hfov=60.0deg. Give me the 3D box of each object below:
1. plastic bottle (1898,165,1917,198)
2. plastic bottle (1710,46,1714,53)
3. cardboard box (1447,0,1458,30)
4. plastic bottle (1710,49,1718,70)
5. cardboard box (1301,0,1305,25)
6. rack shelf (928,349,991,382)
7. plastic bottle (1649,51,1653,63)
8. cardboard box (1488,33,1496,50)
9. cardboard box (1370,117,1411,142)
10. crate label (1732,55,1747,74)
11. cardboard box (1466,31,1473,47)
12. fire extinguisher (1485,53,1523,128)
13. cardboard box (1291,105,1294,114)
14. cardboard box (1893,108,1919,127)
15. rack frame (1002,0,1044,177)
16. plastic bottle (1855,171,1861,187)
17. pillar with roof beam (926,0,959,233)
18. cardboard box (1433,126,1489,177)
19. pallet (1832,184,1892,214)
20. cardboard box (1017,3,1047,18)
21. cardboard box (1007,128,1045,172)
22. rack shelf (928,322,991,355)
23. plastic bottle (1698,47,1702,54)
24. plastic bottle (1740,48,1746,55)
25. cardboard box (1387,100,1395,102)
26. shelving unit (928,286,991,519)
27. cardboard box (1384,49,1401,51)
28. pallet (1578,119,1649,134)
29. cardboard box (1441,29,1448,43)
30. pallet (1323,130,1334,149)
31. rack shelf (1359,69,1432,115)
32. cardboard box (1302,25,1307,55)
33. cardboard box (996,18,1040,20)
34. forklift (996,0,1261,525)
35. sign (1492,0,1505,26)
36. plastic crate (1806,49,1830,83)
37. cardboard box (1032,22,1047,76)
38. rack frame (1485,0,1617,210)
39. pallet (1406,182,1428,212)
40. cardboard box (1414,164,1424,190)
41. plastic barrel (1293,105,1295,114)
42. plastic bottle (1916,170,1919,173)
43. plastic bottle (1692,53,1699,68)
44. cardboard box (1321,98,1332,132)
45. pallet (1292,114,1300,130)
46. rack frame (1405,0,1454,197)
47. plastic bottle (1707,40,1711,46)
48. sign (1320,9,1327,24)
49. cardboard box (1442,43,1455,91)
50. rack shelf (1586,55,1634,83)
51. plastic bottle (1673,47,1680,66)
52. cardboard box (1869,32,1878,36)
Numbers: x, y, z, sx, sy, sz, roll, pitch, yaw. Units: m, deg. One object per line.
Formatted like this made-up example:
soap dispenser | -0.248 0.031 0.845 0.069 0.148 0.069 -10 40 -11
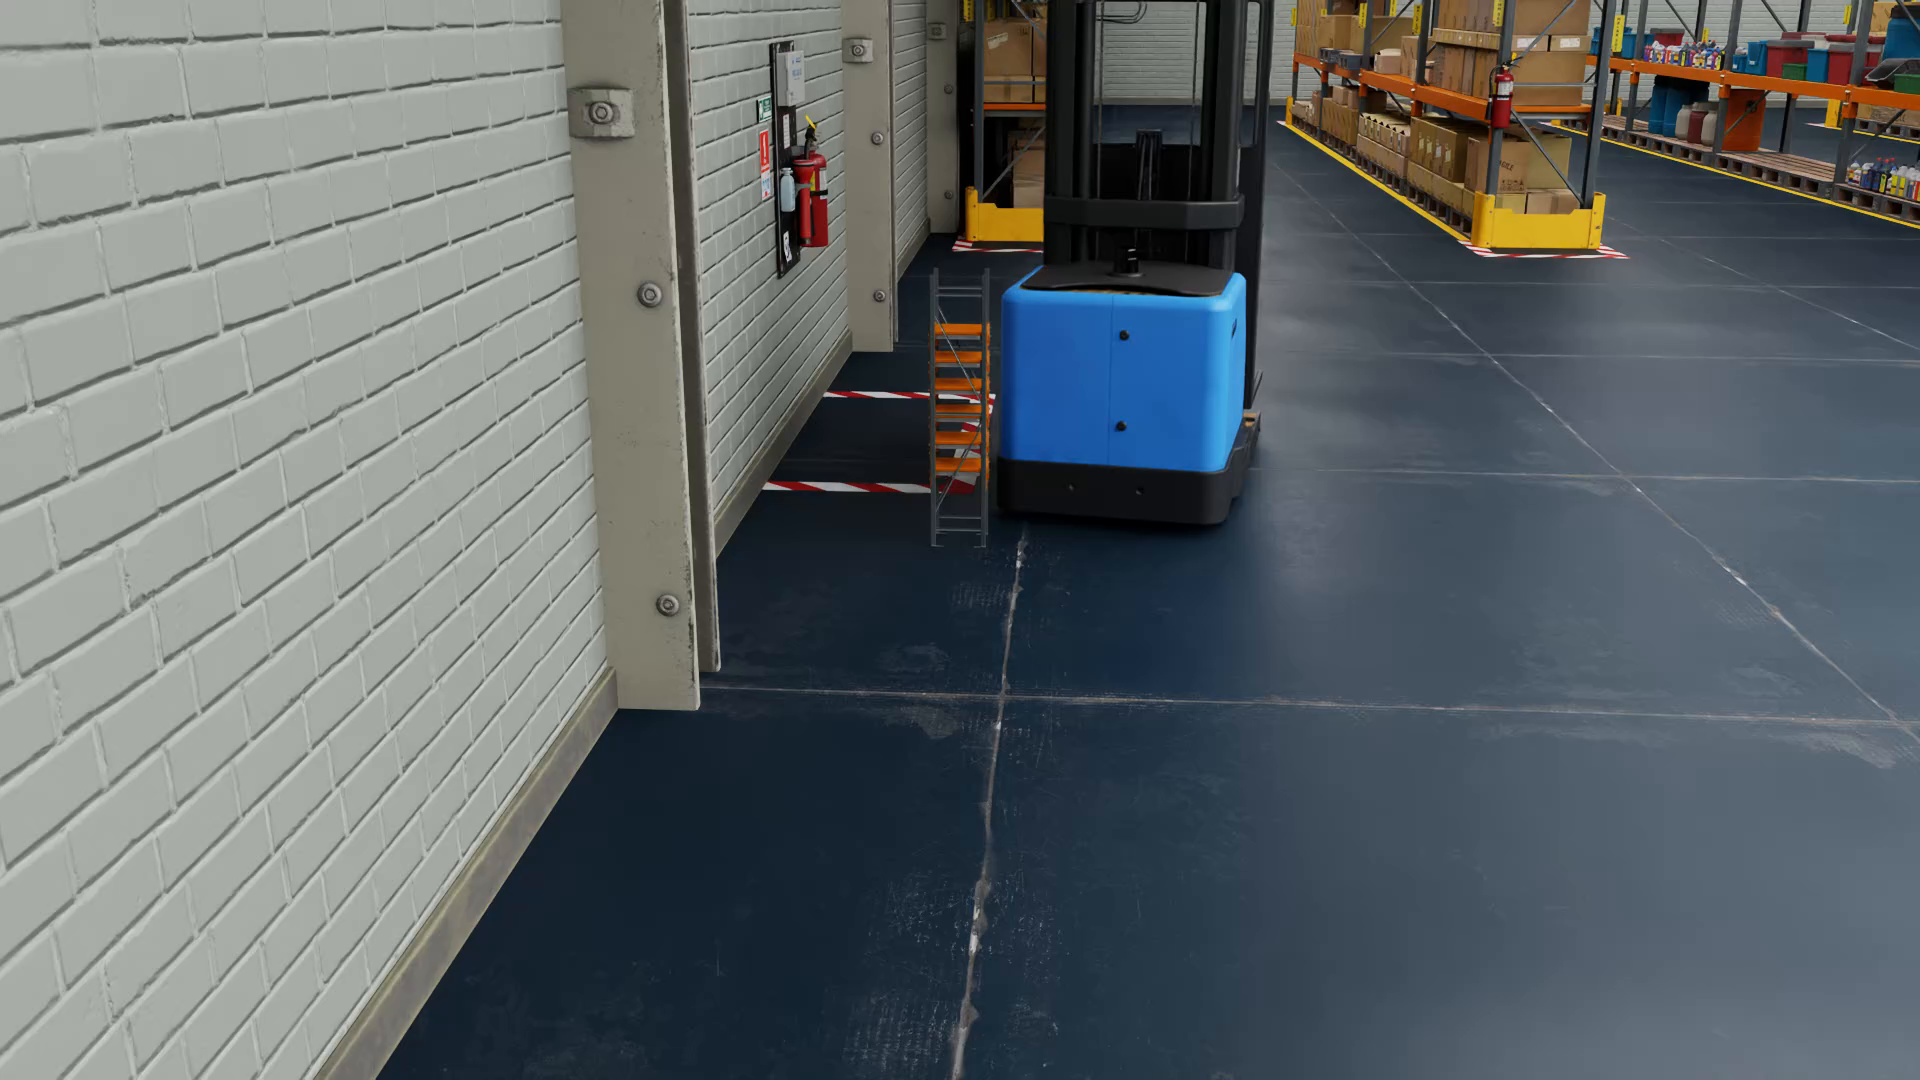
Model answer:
plastic bottle | 10.278 -3.883 18.003 0.144 0.351 0.185 2 18 6
plastic bottle | 11.477 -7.401 25.400 0.097 0.271 0.097 0 18 0
cardboard box | 5.806 -5.903 18.377 0.700 0.500 0.500 1 18 4
plastic bottle | 10.714 -6.816 23.594 0.061 0.283 0.133 1 18 4
cardboard box | 6.402 -9.489 29.799 0.500 0.500 0.500 1 18 4
rack shelf | -0.001 -0.752 7.162 0.258 0.103 0.180 1 18 4
plastic bottle | 10.929 -7.630 26.212 0.097 0.201 0.097 0 18 0
cardboard box | 5.453 -4.931 16.452 0.380 0.149 0.250 1 18 3
cardboard box | 5.755 -5.458 22.103 0.500 0.311 0.500 1 18 2
crate label | 10.690 -6.463 22.597 0.303 0.233 0.416 1 18 4
cardboard box | 5.526 -5.252 17.432 0.380 0.149 0.250 1 18 3
fire extinguisher | 5.108 -4.229 15.635 0.296 0.674 0.183 1 18 4
cardboard box | 6.354 -7.993 30.871 0.380 0.149 0.250 1 18 4
cardboard box | 16.512 -7.469 28.137 0.875 0.875 0.875 1 18 4
rack frame | 0.929 -5.643 19.828 0.949 2.616 0.053 1 18 4
plastic bottle | 10.332 -4.149 19.056 0.097 0.201 0.097 0 18 0
pillar with roof beam | 4.120 -7.393 15.532 9.100 9.000 0.400 1 18 4
cardboard box | 5.416 -4.180 17.900 0.500 0.500 0.500 1 18 4
pallet | 10.717 -3.889 18.954 1.003 0.211 1.213 1 18 4
cardboard box | 0.986 -7.587 23.886 0.500 0.250 0.500 2 18 5
cardboard box | 0.961 -4.894 20.848 0.700 0.500 0.500 2 18 6
rack shelf | -0.001 -0.866 7.124 0.258 0.103 0.180 1 18 4
plastic bottle | 10.936 -7.153 24.624 0.061 0.283 0.133 1 18 4
plastic bottle | 11.565 -7.125 24.556 0.097 0.271 0.097 0 18 0
cardboard box | 6.647 -6.727 26.443 0.500 0.500 0.500 1 18 4
shelving unit | -0.001 -0.566 7.224 0.258 1.046 0.183 1 18 4
cardboard box | 6.084 -6.622 22.958 0.500 0.311 0.500 2 18 7
pallet | 11.479 -7.191 29.030 1.003 0.211 1.213 1 18 4
cardboard box | 5.619 -5.652 18.654 0.380 0.149 0.250 1 18 2
pallet | 6.419 -6.440 26.738 1.003 0.211 1.213 1 18 4
rack shelf | 6.010 -5.813 21.502 1.077 0.370 4.000 1 18 4
cardboard box | 6.361 -8.860 29.486 0.500 0.500 0.500 1 18 4
cardboard box | 0.642 -5.636 18.811 0.500 0.500 0.500 1 18 4
forklift | 1.019 -1.882 8.459 1.130 2.935 3.031 4 19 13
sign | 5.040 -4.971 15.536 0.100 0.325 0.005 1 18 4
plastic crate | 10.576 -5.764 20.223 0.392 0.384 0.575 1 18 4
cardboard box | 0.973 -4.837 16.373 0.500 0.500 0.500 1 18 4
rack frame | 5.580 -4.292 15.703 1.000 3.000 0.127 1 18 4
pallet | 5.768 -3.963 19.178 1.003 0.211 1.213 1 18 4
cardboard box | 5.490 -4.134 18.965 0.500 0.250 0.500 1 18 4
plastic barrel | 8.553 -7.834 25.034 5.570 3.481 10.597 1 18 4
plastic bottle | 10.441 -3.909 18.204 0.152 0.276 0.135 1 18 4
plastic bottle | 10.789 -7.024 24.361 0.097 0.201 0.097 0 18 0
cardboard box | 6.162 -6.895 26.956 0.500 0.500 0.500 0 18 1
pallet | 6.665 -7.664 30.475 1.003 0.211 1.213 1 18 4
rack frame | 5.867 -5.534 19.495 1.000 3.000 0.127 1 18 4
plastic bottle | 11.641 -7.591 25.850 0.144 0.351 0.185 1 18 4
sign | 5.898 -8.440 26.972 0.100 0.325 0.005 1 18 4
cardboard box | 5.810 -5.280 18.558 0.700 0.500 0.500 1 18 3
rack shelf | 11.524 -8.186 28.744 1.077 0.370 4.000 1 18 4
plastic bottle | 10.849 -7.315 25.138 0.097 0.271 0.097 0 18 0
cardboard box | 16.273 -8.804 29.238 0.500 0.250 0.500 1 18 3
